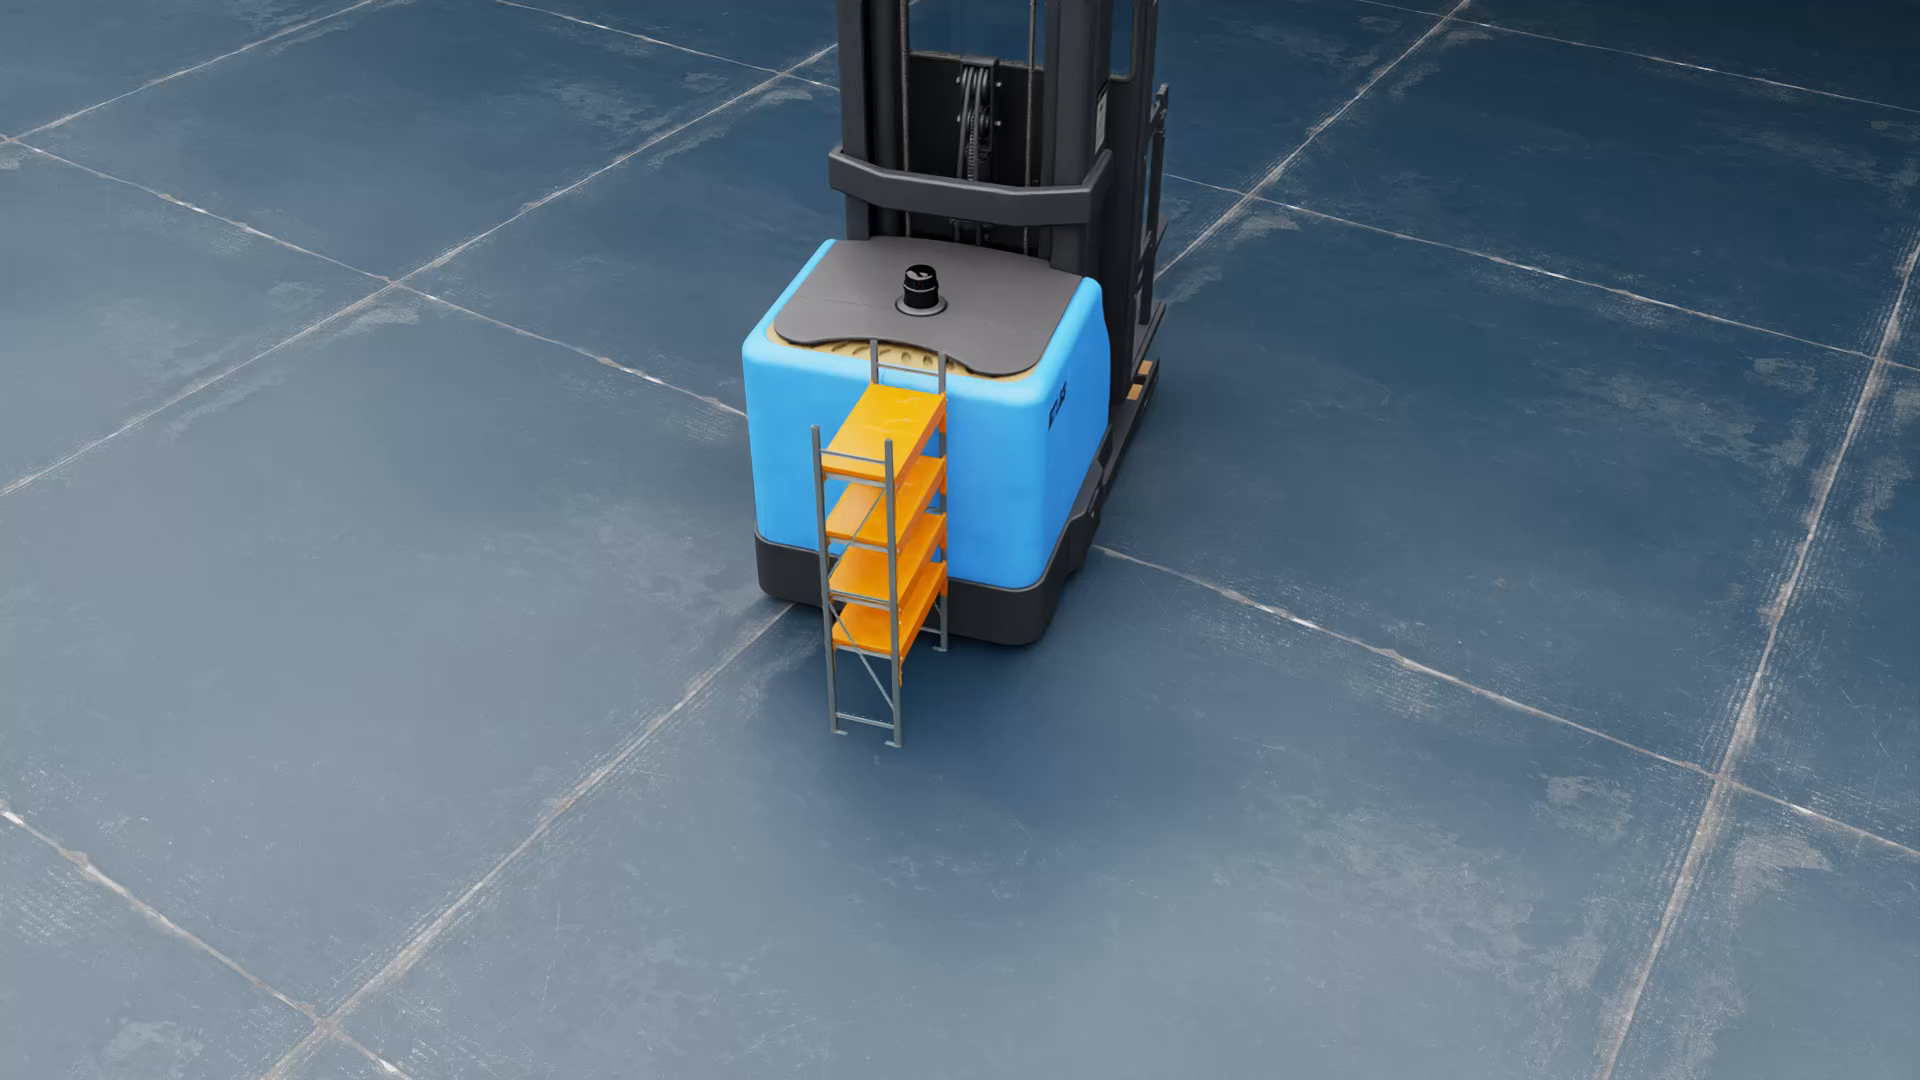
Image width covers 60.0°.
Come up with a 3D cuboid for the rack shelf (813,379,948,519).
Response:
[{"bbox_3d":[-0.232,-0.280,4.987,0.258,0.148,0.480,11,39,14],"label":"rack shelf"}]

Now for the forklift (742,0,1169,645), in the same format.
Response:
[{"bbox_3d":[0.207,-1.705,6.061,1.130,2.935,3.031,11,39,14],"label":"forklift"}]

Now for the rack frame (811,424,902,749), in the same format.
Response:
[{"bbox_3d":[-0.305,0.173,5.042,0.240,1.200,0.015,11,39,14],"label":"rack frame"}]

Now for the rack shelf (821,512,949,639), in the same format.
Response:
[{"bbox_3d":[-0.232,0.085,5.268,0.258,0.148,0.480,11,39,14],"label":"rack shelf"}]

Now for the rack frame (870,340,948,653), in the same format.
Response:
[{"bbox_3d":[-0.158,-0.111,5.411,0.240,1.200,0.015,11,39,14],"label":"rack frame"}]

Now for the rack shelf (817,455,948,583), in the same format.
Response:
[{"bbox_3d":[-0.232,-0.093,5.131,0.258,0.148,0.480,11,39,14],"label":"rack shelf"}]

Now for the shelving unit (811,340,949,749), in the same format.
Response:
[{"bbox_3d":[-0.232,0.031,5.227,0.258,1.200,0.503,11,39,14],"label":"shelving unit"}]

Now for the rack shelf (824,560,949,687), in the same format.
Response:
[{"bbox_3d":[-0.232,0.242,5.389,0.258,0.148,0.480,11,39,14],"label":"rack shelf"}]
